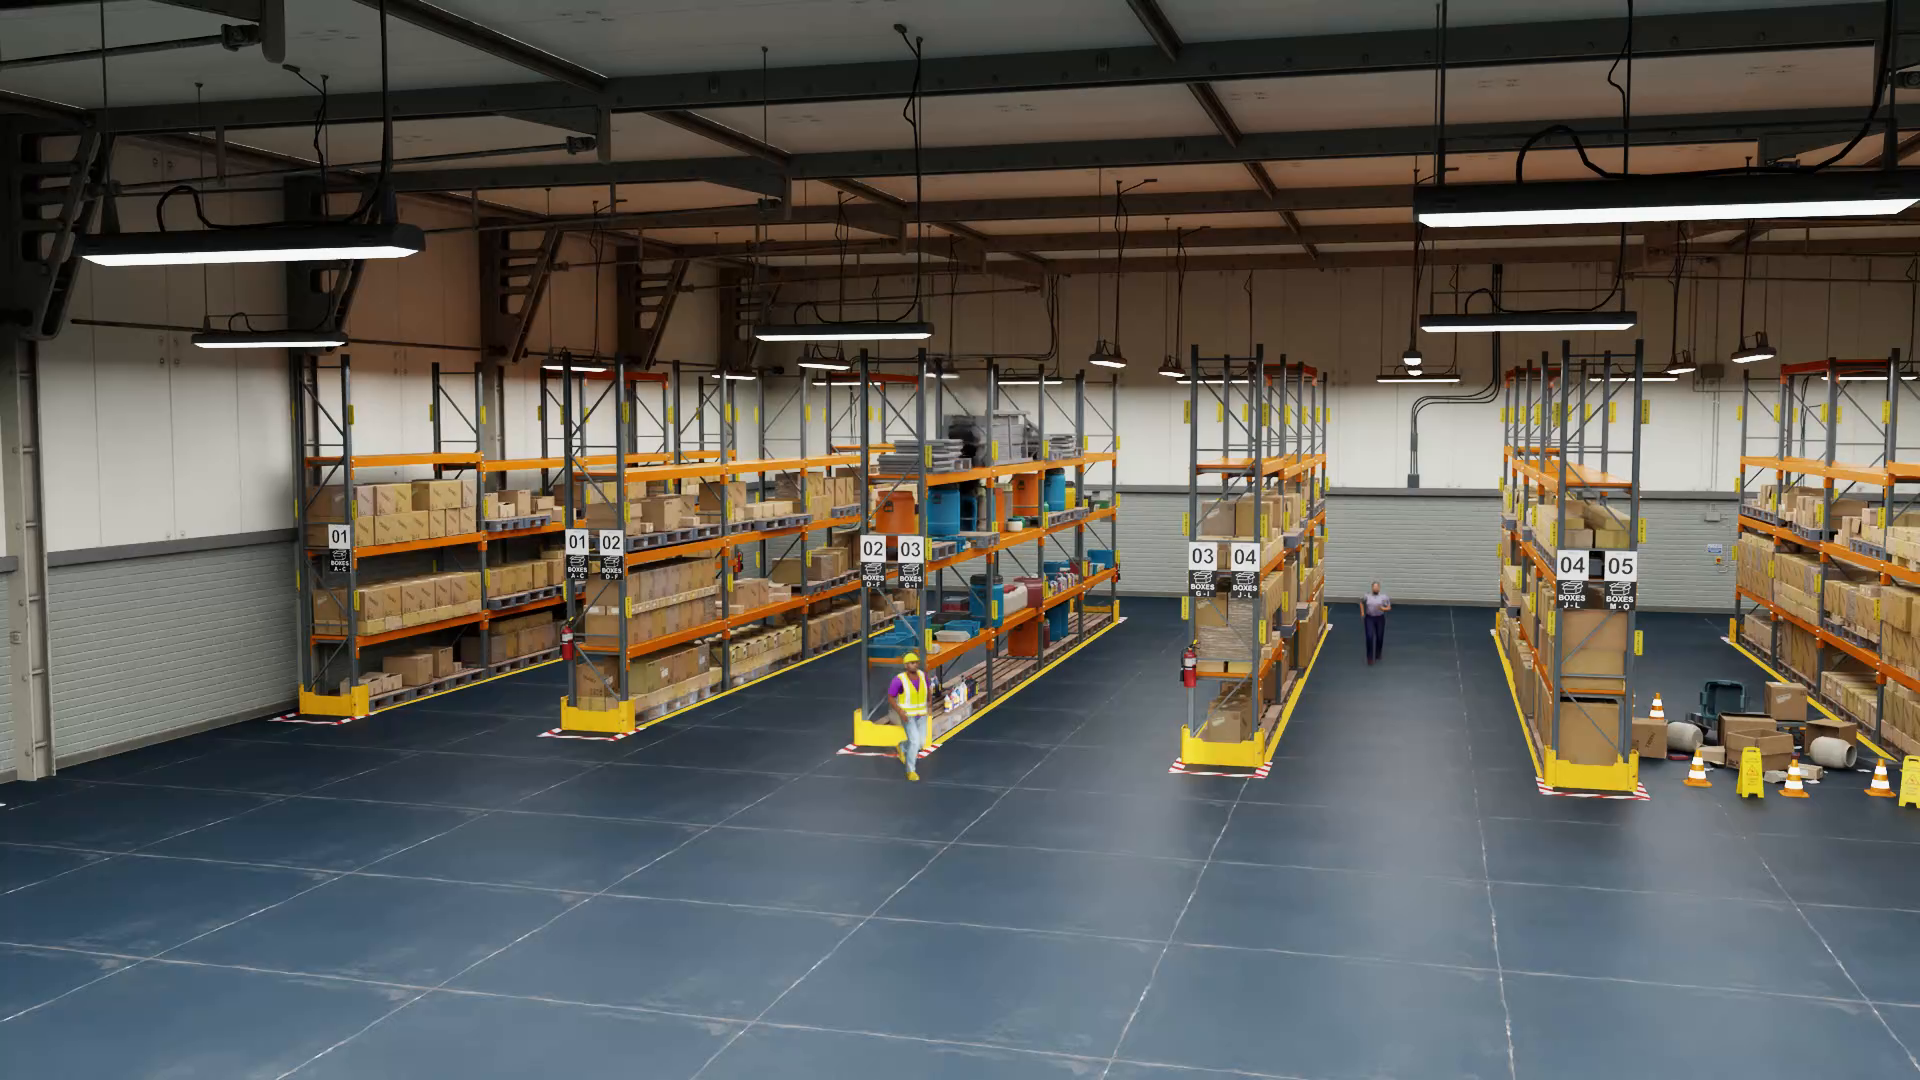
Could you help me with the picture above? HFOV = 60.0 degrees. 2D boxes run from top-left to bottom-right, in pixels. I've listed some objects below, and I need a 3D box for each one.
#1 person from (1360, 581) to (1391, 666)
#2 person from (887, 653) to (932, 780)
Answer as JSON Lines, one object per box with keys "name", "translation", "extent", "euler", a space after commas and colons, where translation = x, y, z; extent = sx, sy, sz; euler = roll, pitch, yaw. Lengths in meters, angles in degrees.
{"name": "person", "translation": [8.352, 1.655, 33.455], "extent": [0.601, 1.654, 0.926], "euler": [1, 4, 12]}
{"name": "person", "translation": [-0.711, 2.417, 23.049], "extent": [0.704, 1.746, 0.649], "euler": [-3, 5, -33]}
